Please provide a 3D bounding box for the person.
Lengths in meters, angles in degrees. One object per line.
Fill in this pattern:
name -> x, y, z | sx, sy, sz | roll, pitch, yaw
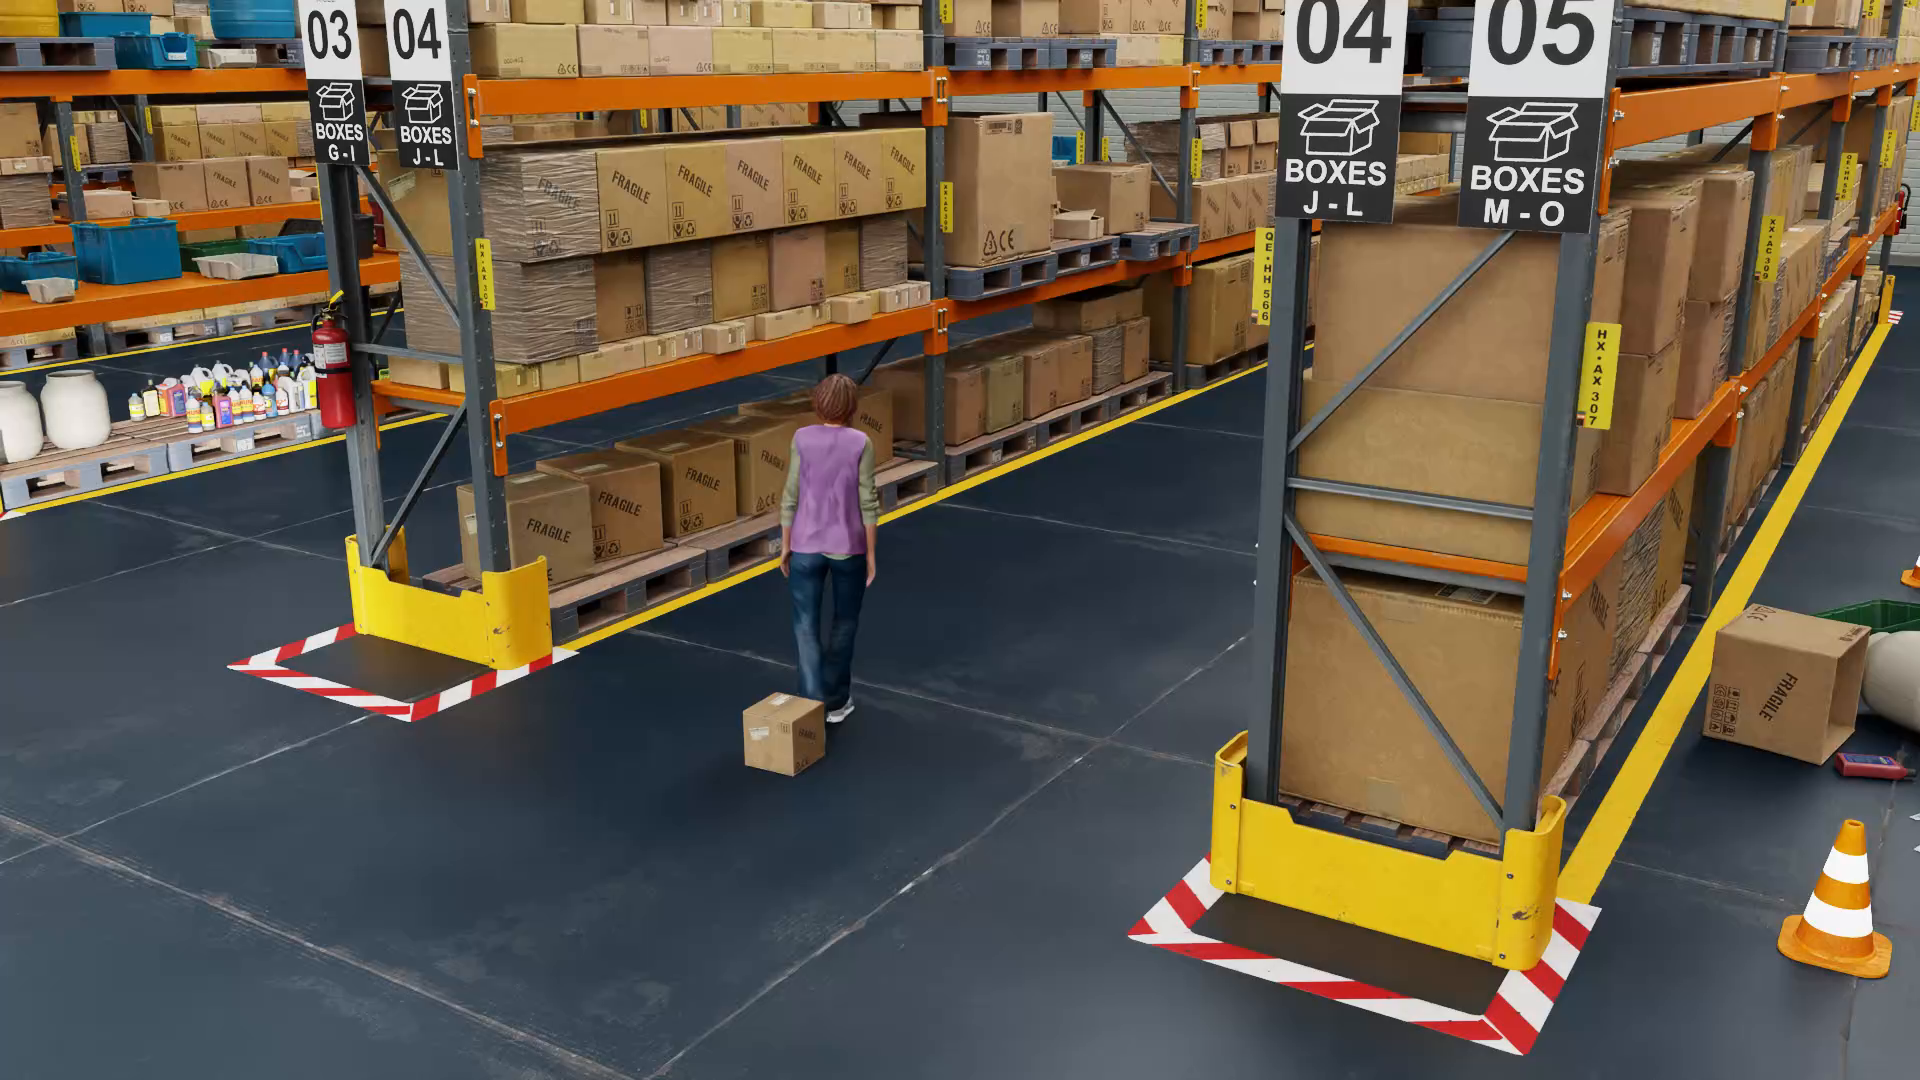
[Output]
person -> -0.612, 0.180, 7.327 | 0.418, 1.370, 0.513 | 0, 16, -1
